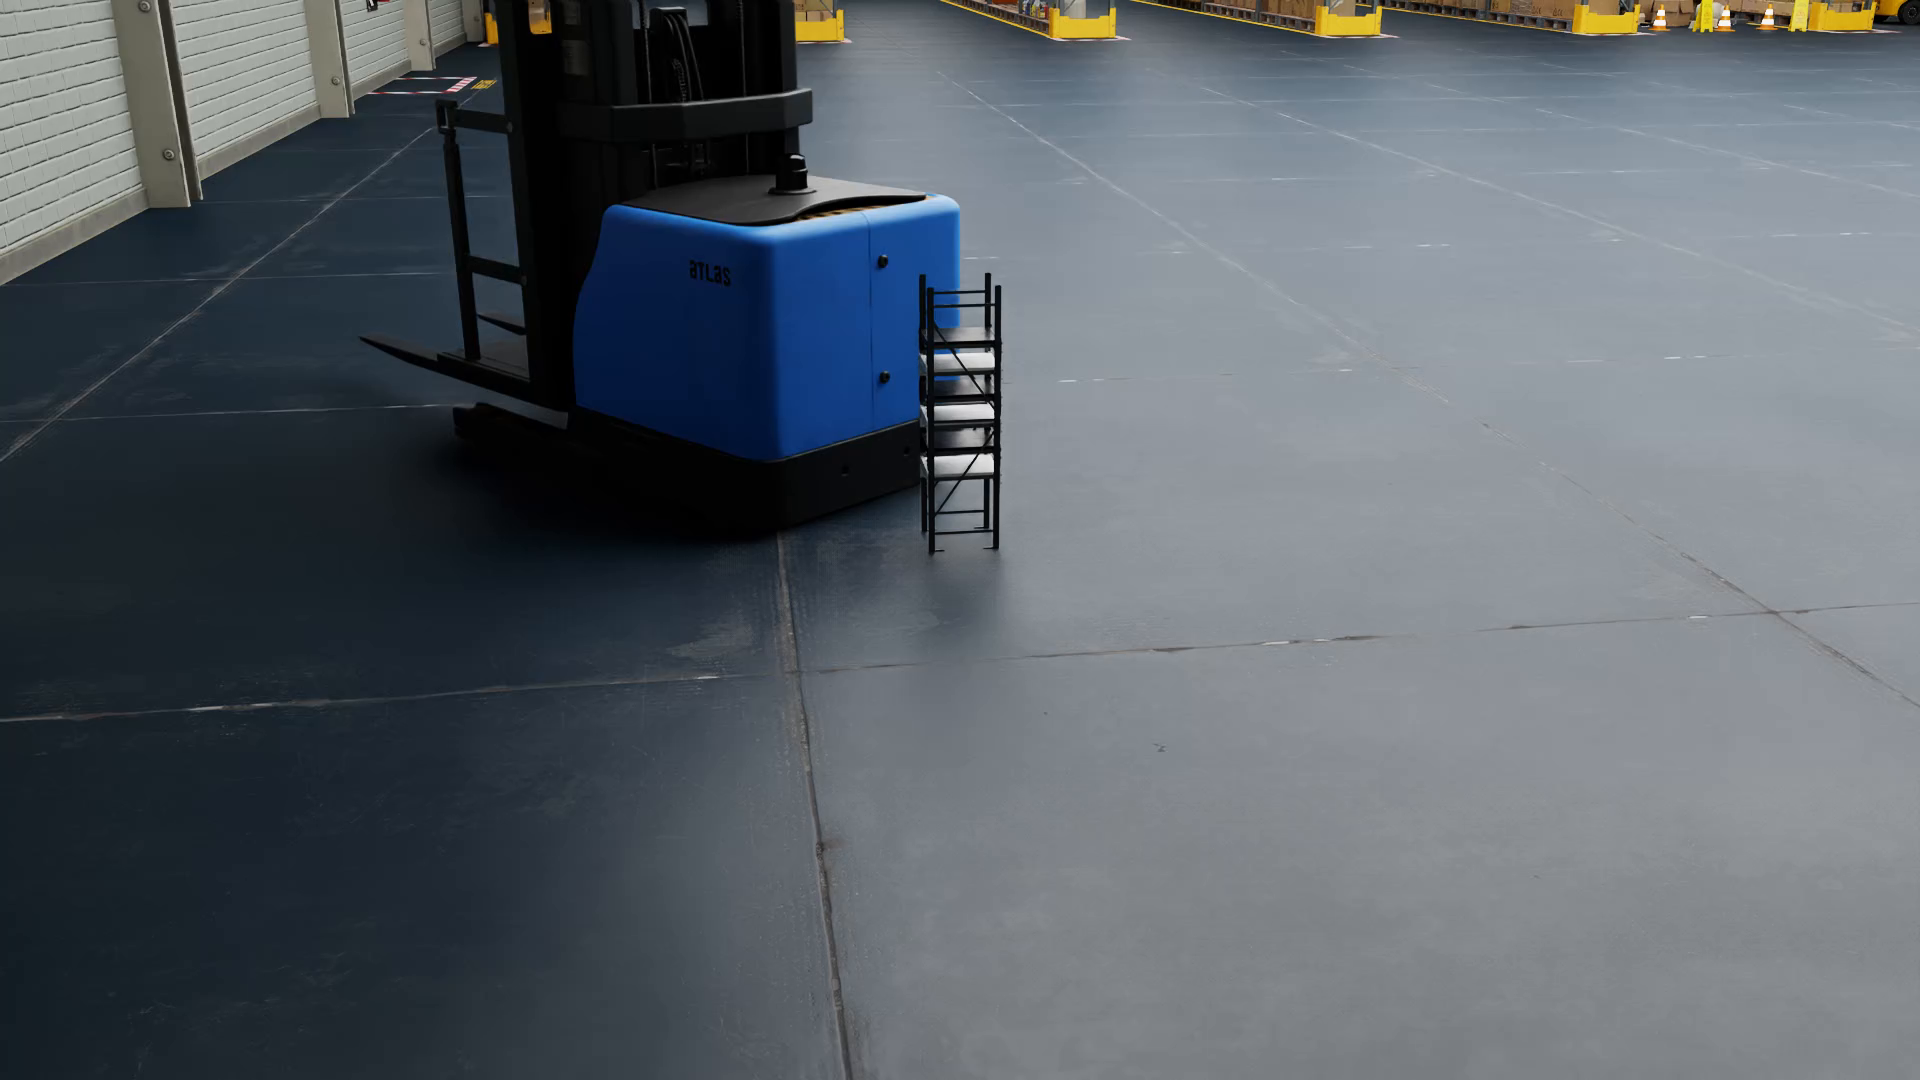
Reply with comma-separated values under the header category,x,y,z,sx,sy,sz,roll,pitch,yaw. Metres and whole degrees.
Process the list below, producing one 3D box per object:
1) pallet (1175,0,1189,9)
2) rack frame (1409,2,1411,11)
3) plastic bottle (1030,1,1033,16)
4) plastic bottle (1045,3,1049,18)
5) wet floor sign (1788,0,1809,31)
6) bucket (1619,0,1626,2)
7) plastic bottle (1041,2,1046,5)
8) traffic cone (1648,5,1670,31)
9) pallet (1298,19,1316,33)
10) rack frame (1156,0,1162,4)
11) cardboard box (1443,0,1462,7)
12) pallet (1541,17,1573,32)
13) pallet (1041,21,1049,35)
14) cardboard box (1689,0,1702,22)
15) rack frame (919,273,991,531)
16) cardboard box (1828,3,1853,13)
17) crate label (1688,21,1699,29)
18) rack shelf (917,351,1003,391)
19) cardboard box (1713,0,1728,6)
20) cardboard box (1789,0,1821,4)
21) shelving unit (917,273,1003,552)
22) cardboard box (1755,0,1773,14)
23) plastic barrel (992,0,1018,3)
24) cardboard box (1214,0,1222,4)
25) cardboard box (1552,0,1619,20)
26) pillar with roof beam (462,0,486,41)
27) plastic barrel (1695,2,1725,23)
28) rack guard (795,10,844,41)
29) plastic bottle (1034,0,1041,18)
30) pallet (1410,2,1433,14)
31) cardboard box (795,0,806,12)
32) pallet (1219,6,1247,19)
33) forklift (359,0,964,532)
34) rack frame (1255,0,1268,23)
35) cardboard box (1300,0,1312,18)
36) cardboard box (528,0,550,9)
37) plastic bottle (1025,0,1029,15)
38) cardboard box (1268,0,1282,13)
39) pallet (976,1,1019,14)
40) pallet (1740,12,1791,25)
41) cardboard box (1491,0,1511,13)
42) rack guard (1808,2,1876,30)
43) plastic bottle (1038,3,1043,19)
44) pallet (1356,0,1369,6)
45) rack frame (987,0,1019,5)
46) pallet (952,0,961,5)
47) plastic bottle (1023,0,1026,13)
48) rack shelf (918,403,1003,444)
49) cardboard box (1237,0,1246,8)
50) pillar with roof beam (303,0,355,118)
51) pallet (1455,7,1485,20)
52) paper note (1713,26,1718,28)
category,x,y,z,sx,sy,sz,roll,pitch,yaw
pallet,5.799,-12.881,39.902,1.003,0.211,1.213,-3,21,-8
rack frame,10.934,-13.704,38.121,1.000,3.000,0.127,-3,21,-8
plastic bottle,1.402,-10.363,32.428,0.061,0.283,0.133,-2,21,-5
plastic bottle,1.661,-10.111,31.753,0.061,0.283,0.133,-3,21,-8
wet floor sign,15.939,-9.996,31.558,0.267,0.644,0.232,4,21,11
bucket,13.811,-11.567,34.904,0.726,0.611,0.620,4,11,11
plastic bottle,1.624,-10.288,32.237,0.152,0.276,0.135,-3,21,-8
traffic cone,13.416,-10.001,31.832,0.336,0.463,0.334,-3,21,-8
pallet,7.071,-9.722,31.445,1.003,0.211,1.213,-3,21,-8
rack frame,5.434,-14.874,41.252,1.000,3.000,0.127,-3,21,-8
cardboard box,11.197,-12.007,36.191,1.050,0.750,0.750,-3,21,-8
pallet,11.894,-9.901,31.923,1.003,0.211,1.213,-3,21,-8
pallet,2.094,-9.468,30.765,1.003,0.211,1.213,-3,21,-8
cardboard box,15.202,-10.994,34.434,0.500,0.500,0.500,12,24,29
rack frame,-0.016,-0.460,5.660,0.240,0.900,0.006,-3,21,-8
cardboard box,17.128,-10.421,32.659,0.500,0.250,0.500,-3,21,-8
crate label,14.408,-10.057,32.447,0.250,0.136,0.298,-15,25,-35
rack shelf,-0.001,-0.562,5.515,0.258,0.077,0.200,-3,21,-8
cardboard box,16.212,-11.295,34.999,0.500,0.250,0.500,-4,21,-10
cardboard box,16.597,-10.743,32.450,0.500,0.500,0.500,-3,21,-7
shelving unit,-0.001,-0.424,5.566,0.258,0.900,0.210,-3,21,-8
cardboard box,16.440,-10.754,33.553,0.500,0.250,0.500,-4,21,-10
plastic barrel,1.022,-12.588,37.633,0.600,0.830,0.708,-3,21,-8
cardboard box,6.127,-12.293,37.286,0.700,0.500,0.500,-4,21,-11
cardboard box,11.924,-10.367,31.622,0.875,0.875,0.875,-3,21,-7
pillar with roof beam,-4.237,-13.196,28.185,9.100,9.000,0.400,-3,21,-8
plastic barrel,15.175,-10.651,33.628,0.512,0.421,0.421,12,24,30
rack guard,-2.636,-9.041,29.209,1.175,0.500,0.348,-3,21,-8
plastic bottle,1.507,-10.242,32.008,0.144,0.351,0.185,-2,21,-6
pallet,10.973,-12.121,37.867,1.003,0.211,1.213,-3,21,-8
cardboard box,-3.011,-9.651,29.527,0.500,0.500,0.500,-3,21,-8
pallet,6.295,-11.490,36.179,1.003,0.211,1.213,-3,21,-8
forklift,-1.405,-1.819,6.398,3.031,2.935,1.130,18,27,40
rack frame,6.588,-12.104,33.836,1.000,3.000,0.127,-3,21,-8
cardboard box,6.899,-10.385,32.206,0.500,0.500,0.500,-1,21,-3
cardboard box,-7.690,-9.703,30.351,0.700,0.500,0.500,-4,21,-11
plastic bottle,1.372,-10.541,32.917,0.152,0.276,0.135,-2,21,-6
cardboard box,6.606,-10.989,33.824,0.500,0.500,0.500,-4,21,-9
pallet,0.955,-12.204,38.089,1.003,0.211,1.213,-3,21,-8
pallet,16.705,-10.643,33.911,1.003,0.211,1.213,-3,21,-8
cardboard box,11.532,-11.299,34.118,0.875,0.875,0.875,-3,21,-7
rack guard,16.960,-10.074,31.974,1.175,0.500,0.348,-3,21,-8
plastic bottle,1.530,-10.056,31.607,0.061,0.283,0.133,-2,21,-6
pallet,10.471,-13.513,41.595,1.003,0.211,1.213,-3,21,-8
rack frame,1.110,-13.239,36.876,1.000,3.000,0.127,-3,21,-8
pallet,0.389,-13.570,41.748,1.003,0.211,1.213,-3,21,-8
plastic bottle,1.299,-10.650,33.213,0.097,0.271,0.097,0,20,0
rack shelf,-0.001,-0.393,5.578,0.258,0.077,0.200,-3,21,-8
cardboard box,6.389,-11.712,35.732,0.700,0.500,0.500,-5,21,-12
pillar with roof beam,-2.508,-9.041,17.061,9.100,9.000,0.400,-3,21,-8
pallet,11.325,-11.276,35.605,1.003,0.211,1.213,-3,21,-8
paper note,14.865,-10.055,32.594,0.148,0.019,0.142,-11,23,-26
